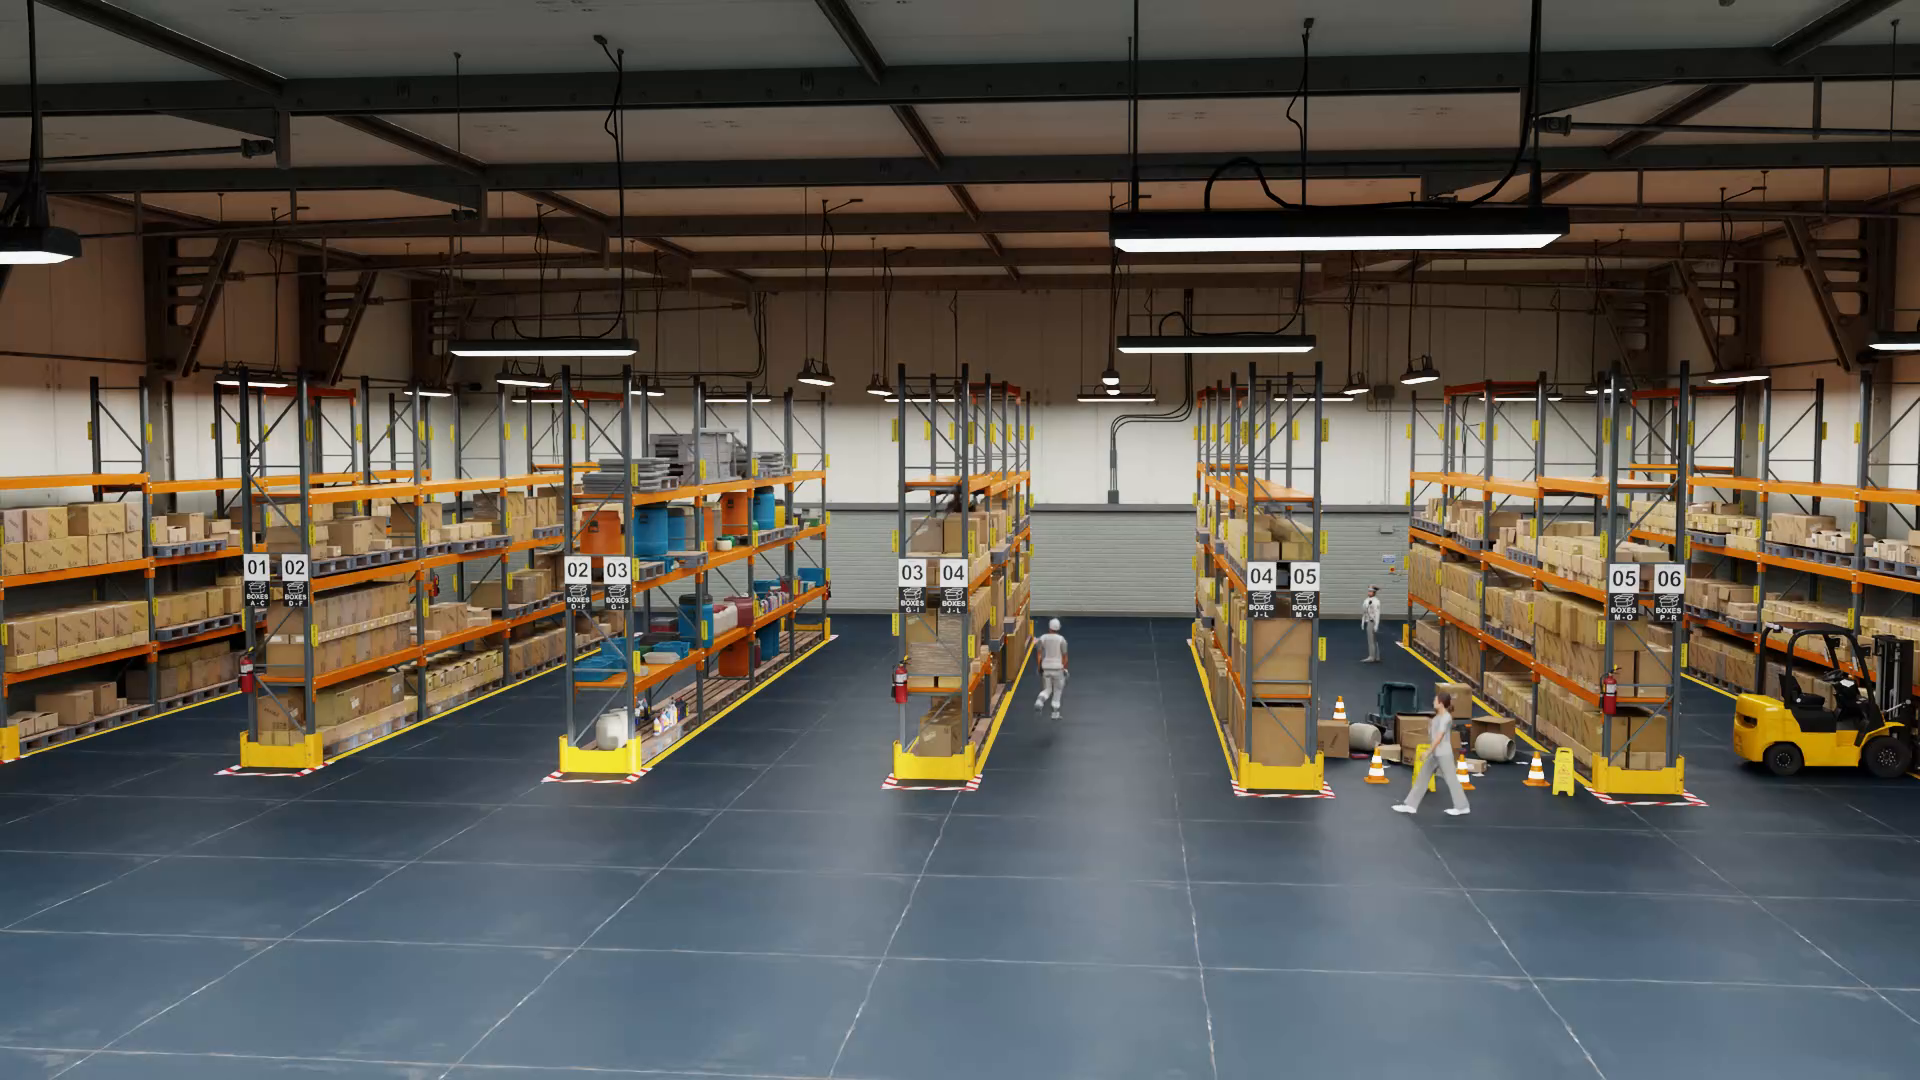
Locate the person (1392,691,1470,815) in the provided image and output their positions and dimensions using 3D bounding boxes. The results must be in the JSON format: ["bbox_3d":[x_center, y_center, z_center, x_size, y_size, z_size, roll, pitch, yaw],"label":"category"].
[{"bbox_3d":[6.175,2.777,21.637,0.968,1.622,0.445,-1,4,-8],"label":"person"}]

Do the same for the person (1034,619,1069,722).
[{"bbox_3d":[1.538,2.198,28.069,0.559,1.769,0.668,3,5,38],"label":"person"}]

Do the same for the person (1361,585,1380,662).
[{"bbox_3d":[9.012,1.827,36.462,0.422,1.692,0.515,0,4,4],"label":"person"}]
